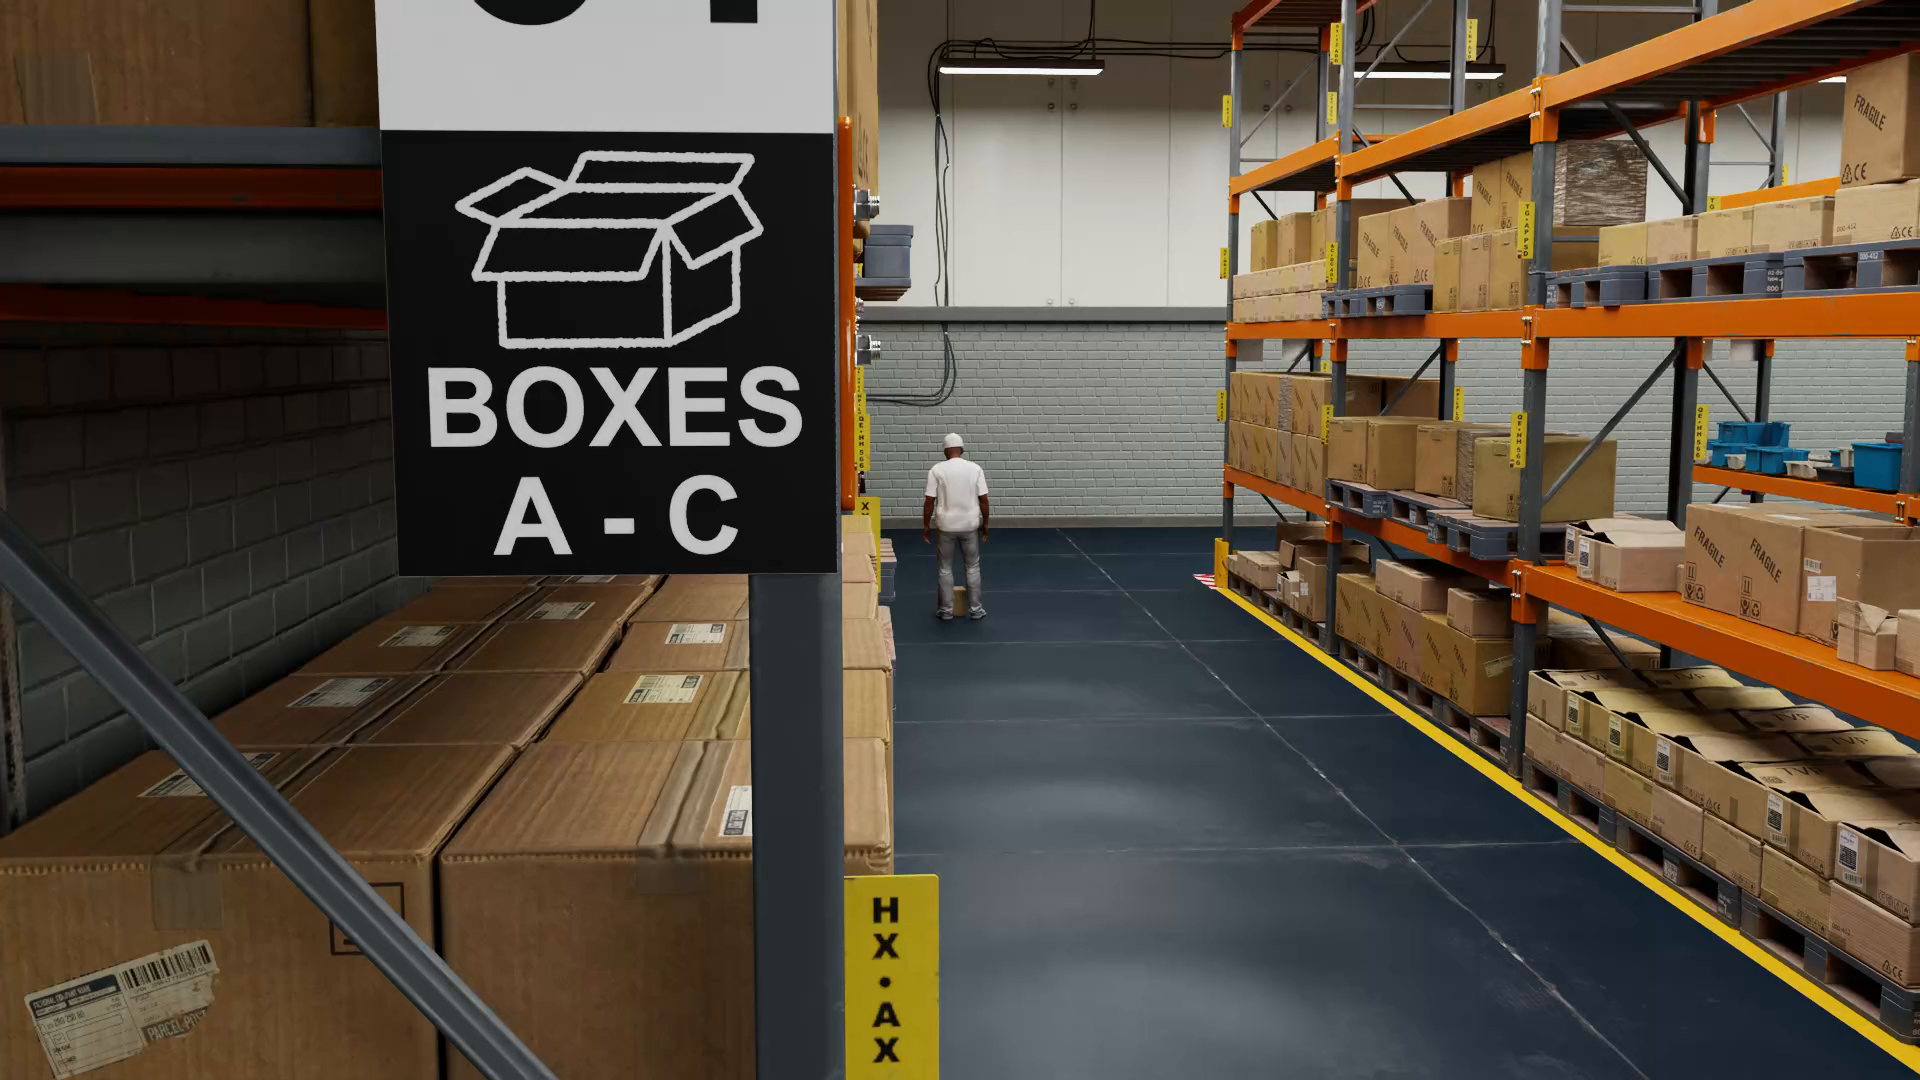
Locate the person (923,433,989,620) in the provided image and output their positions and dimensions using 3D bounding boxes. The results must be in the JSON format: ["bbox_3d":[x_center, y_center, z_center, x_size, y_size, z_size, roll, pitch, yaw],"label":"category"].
[{"bbox_3d":[-0.037,-0.131,15.760,0.636,1.761,0.454,-1,7,-8],"label":"person"}]
